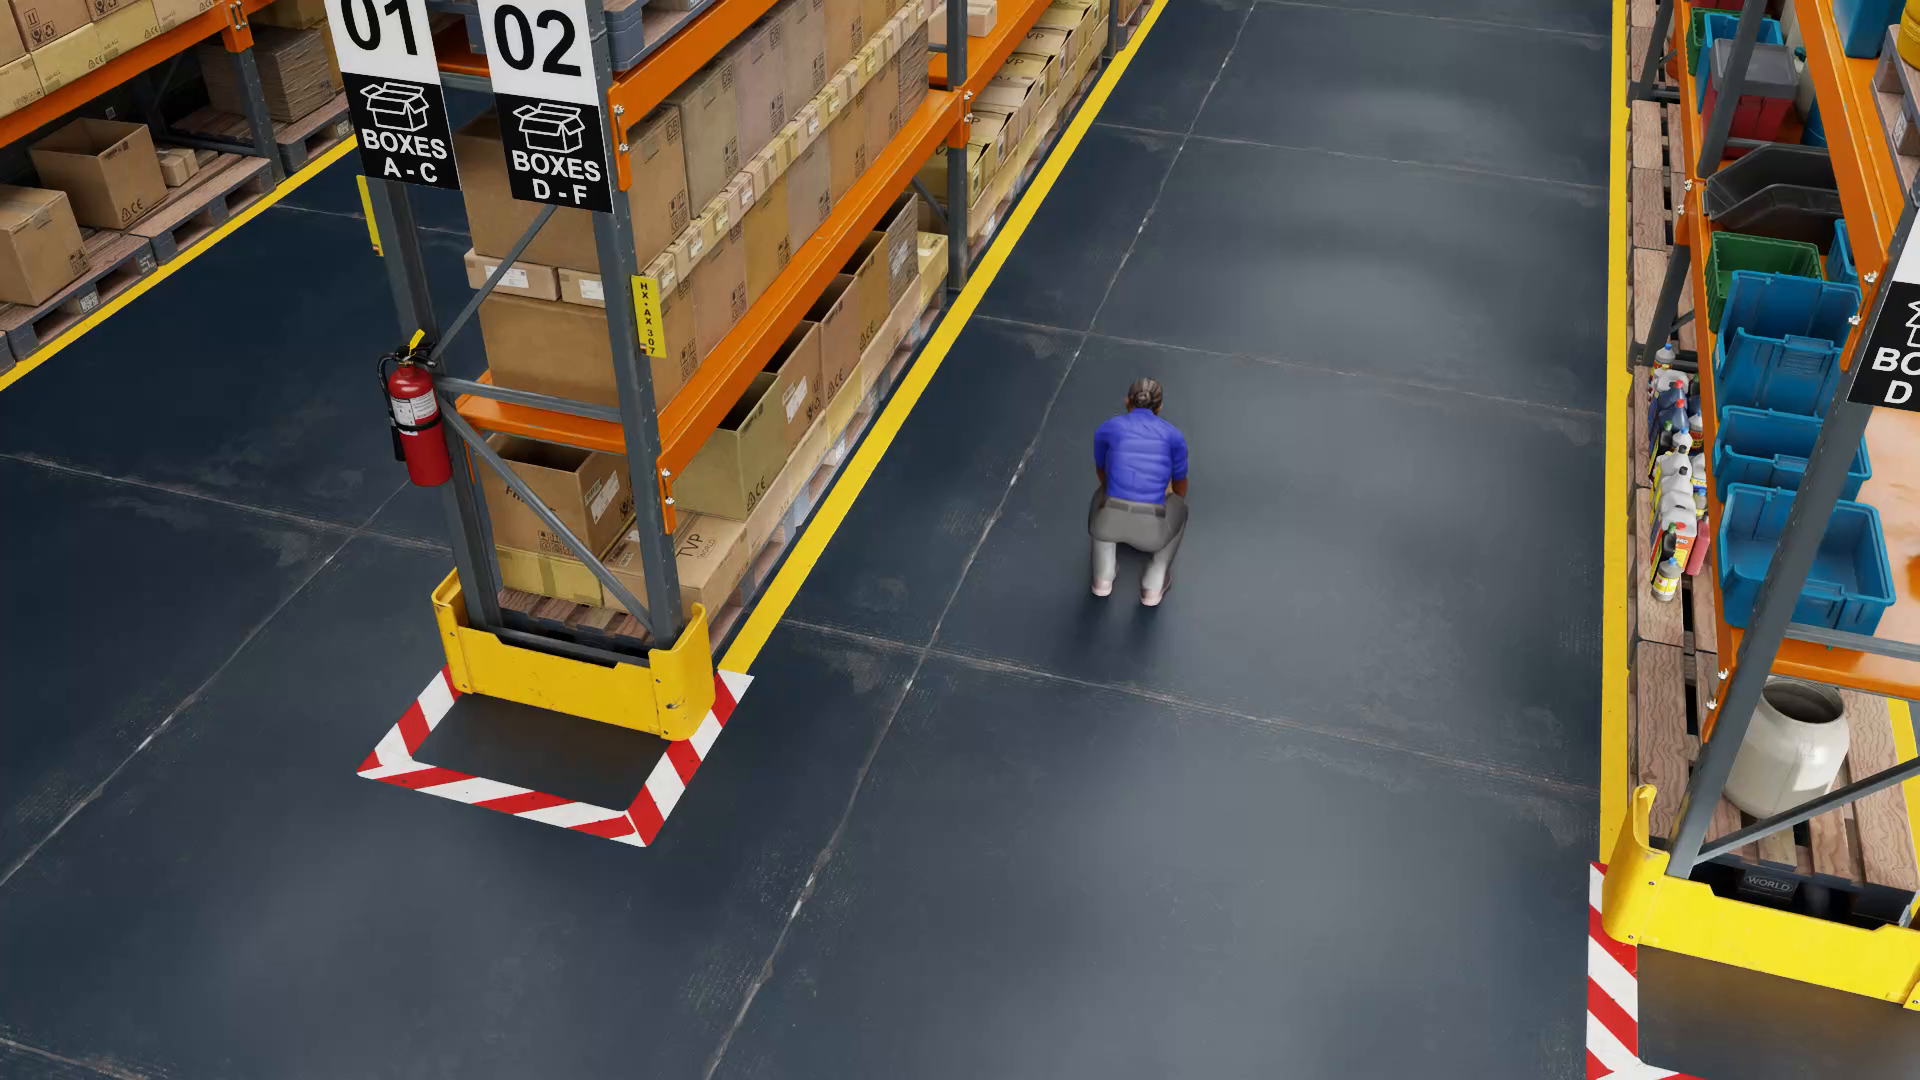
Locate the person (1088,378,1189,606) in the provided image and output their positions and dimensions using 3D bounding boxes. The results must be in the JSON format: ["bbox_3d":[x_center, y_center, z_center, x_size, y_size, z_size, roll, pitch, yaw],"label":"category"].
[{"bbox_3d":[0.830,-0.213,7.812,0.484,0.893,0.812,11,39,14],"label":"person"}]
